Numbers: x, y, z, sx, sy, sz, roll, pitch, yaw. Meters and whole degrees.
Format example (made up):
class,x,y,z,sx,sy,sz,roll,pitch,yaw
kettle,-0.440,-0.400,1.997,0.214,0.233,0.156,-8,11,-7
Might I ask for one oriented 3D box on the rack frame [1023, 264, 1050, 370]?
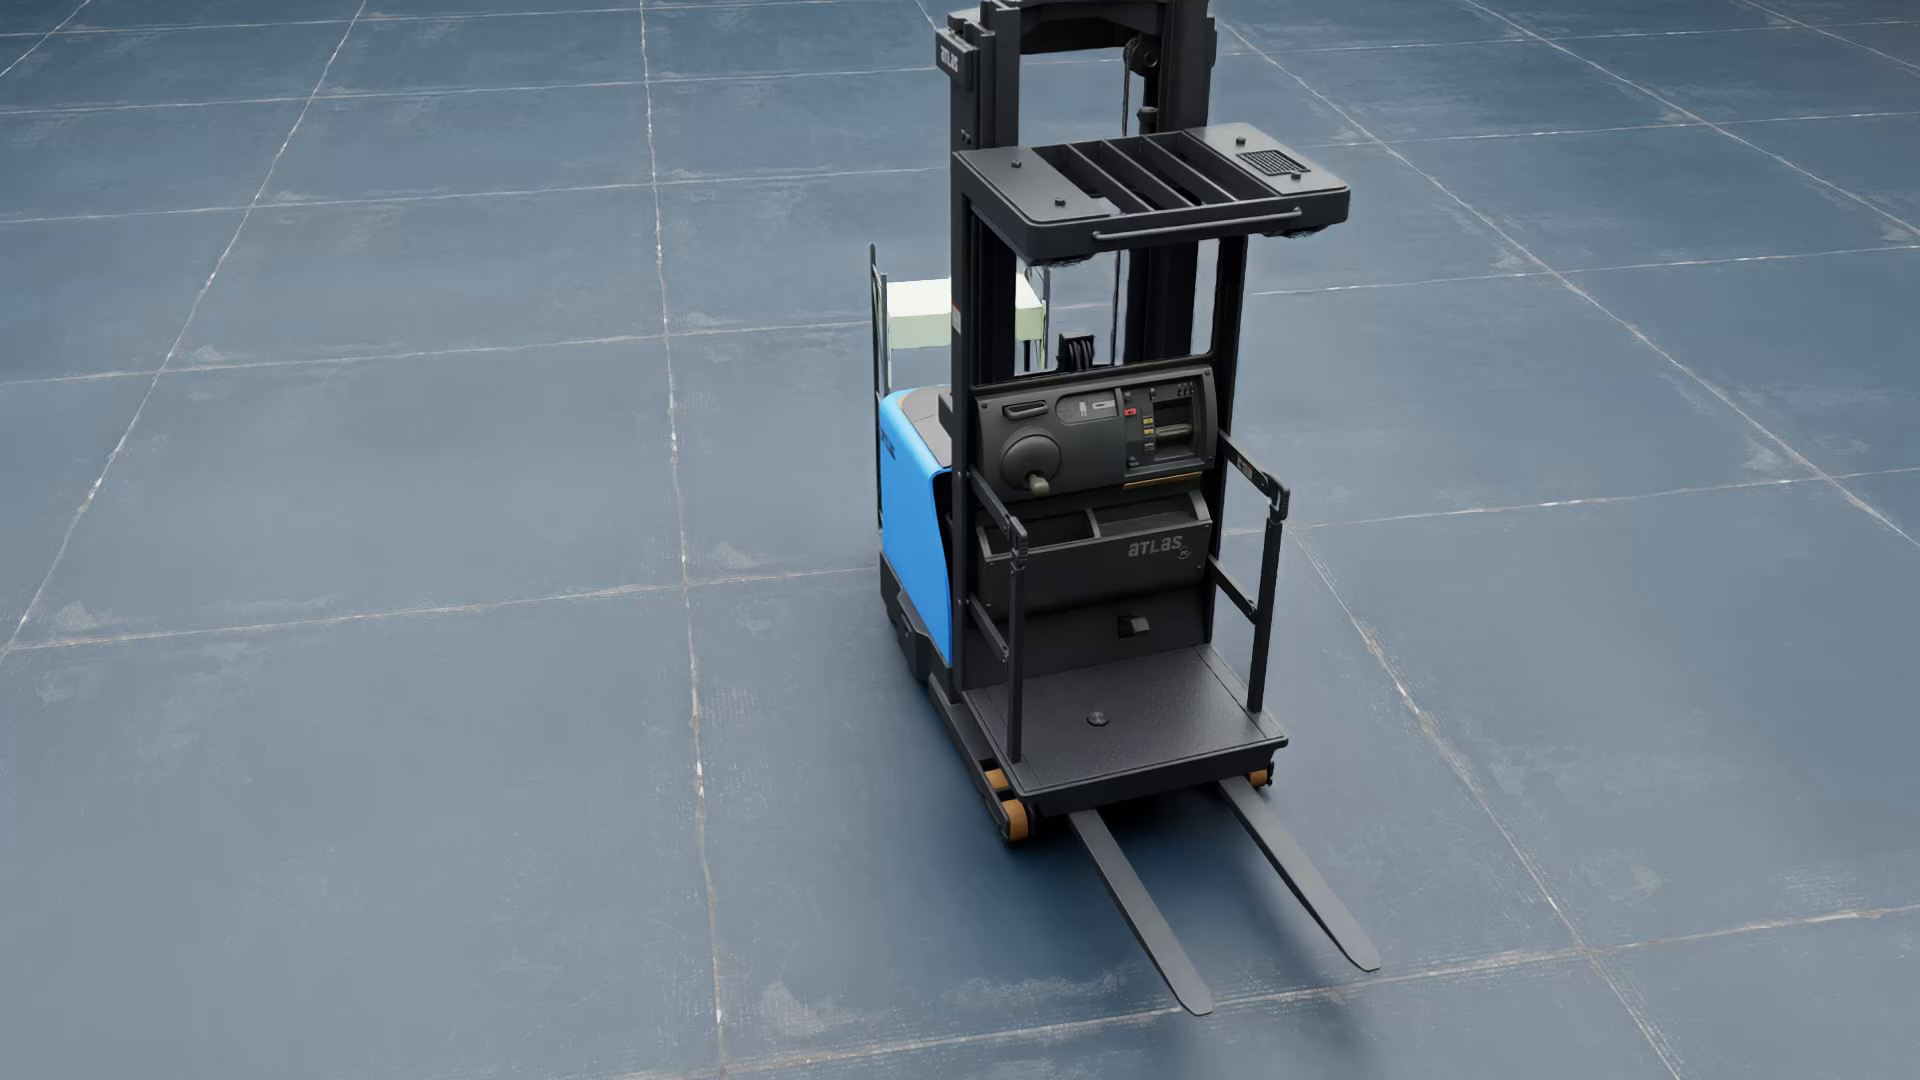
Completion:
class,x,y,z,sx,sy,sz,roll,pitch,yaw
rack frame,0.353,-0.679,7.926,0.023,1.500,0.400,-5,31,-9

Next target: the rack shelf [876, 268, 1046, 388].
class,x,y,z,sx,sy,sz,roll,pitch,yaw
rack shelf,-0.007,-0.982,7.671,0.720,0.370,0.431,-5,31,-9

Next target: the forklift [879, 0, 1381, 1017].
class,x,y,z,sx,sy,sz,roll,pitch,yaw
forklift,0.583,-0.348,5.951,1.130,2.935,3.031,-10,32,-16

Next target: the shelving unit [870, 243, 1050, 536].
class,x,y,z,sx,sy,sz,roll,pitch,yaw
shelving unit,-0.007,-0.646,7.869,0.755,1.500,0.431,-5,31,-9

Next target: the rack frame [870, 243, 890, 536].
class,x,y,z,sx,sy,sz,roll,pitch,yaw
rack frame,-0.367,-0.612,7.812,0.023,1.500,0.400,-5,31,-9
